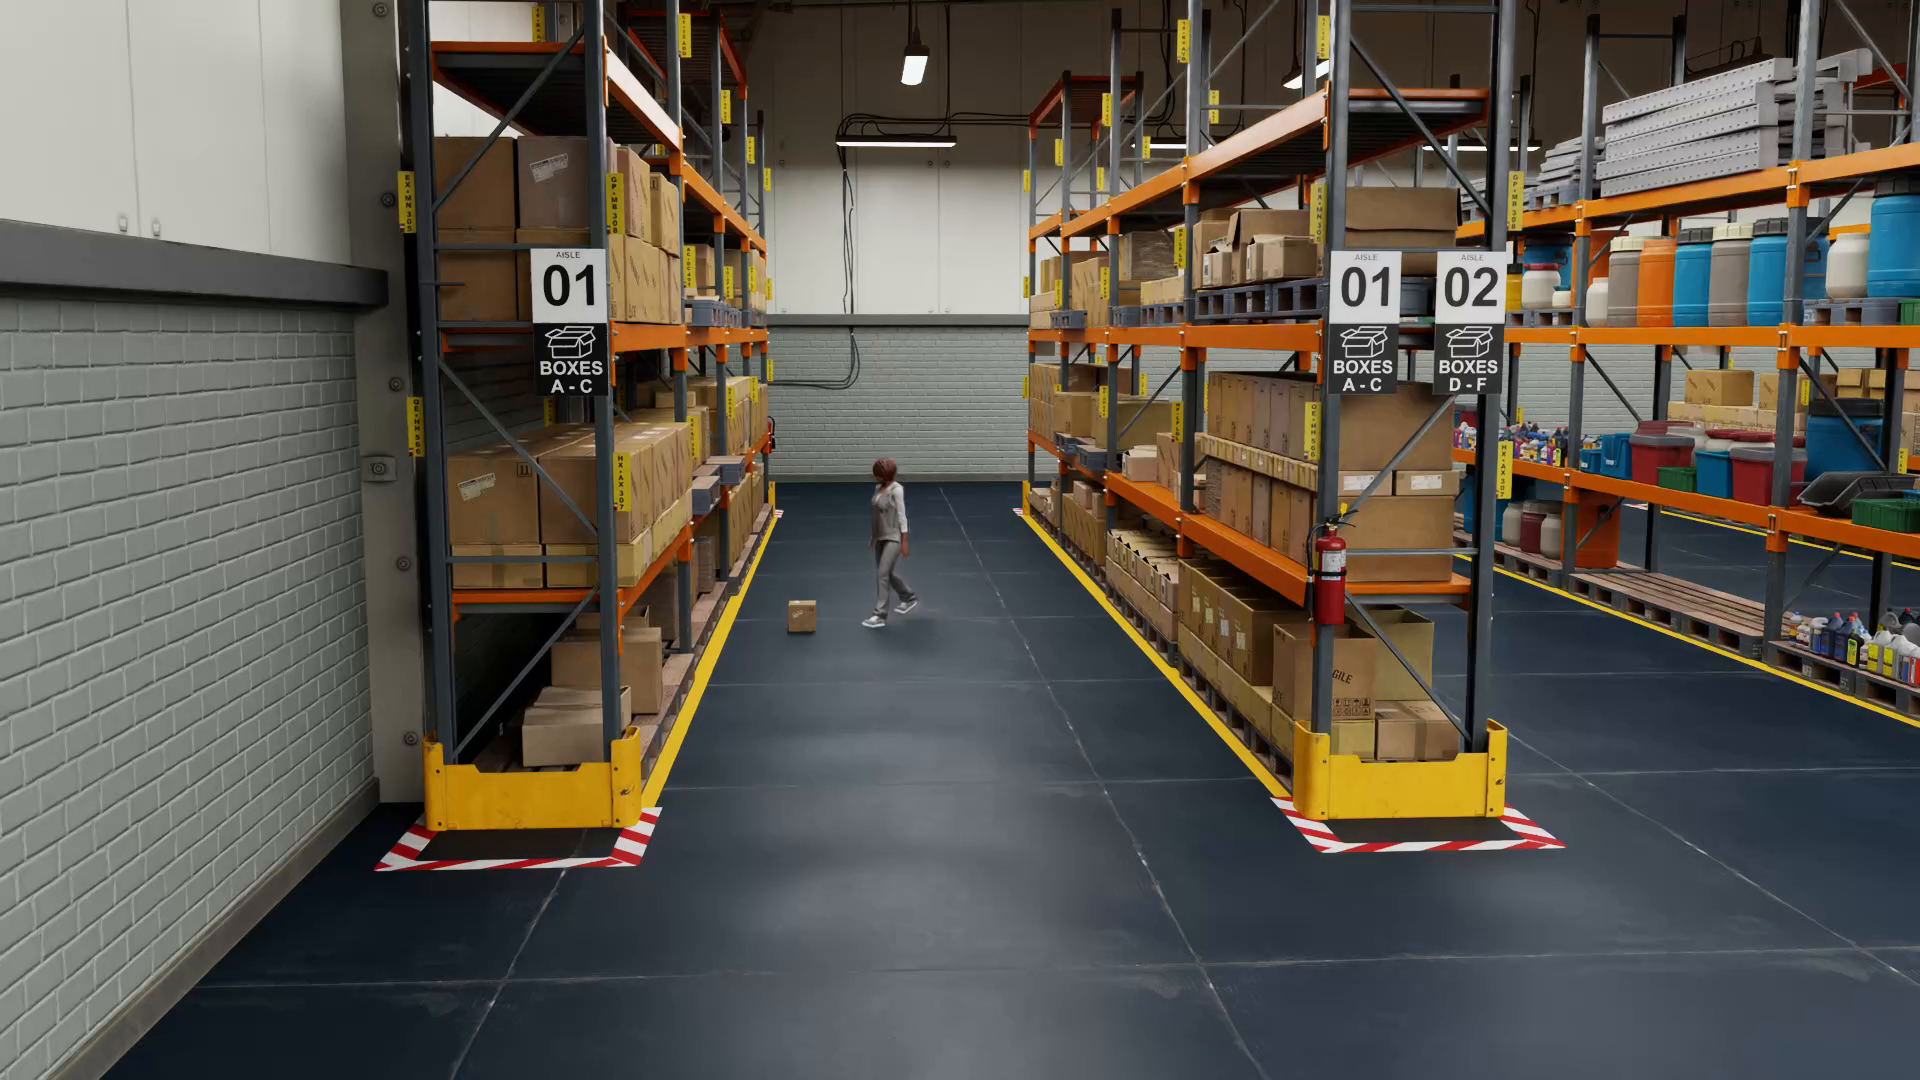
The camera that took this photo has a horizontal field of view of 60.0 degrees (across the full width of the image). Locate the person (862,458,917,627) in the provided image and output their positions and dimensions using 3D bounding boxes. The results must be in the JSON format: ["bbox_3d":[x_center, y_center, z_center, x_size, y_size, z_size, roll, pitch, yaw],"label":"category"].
[{"bbox_3d":[-0.669,0.006,15.714,0.791,1.557,0.441,-5,9,-35],"label":"person"}]
